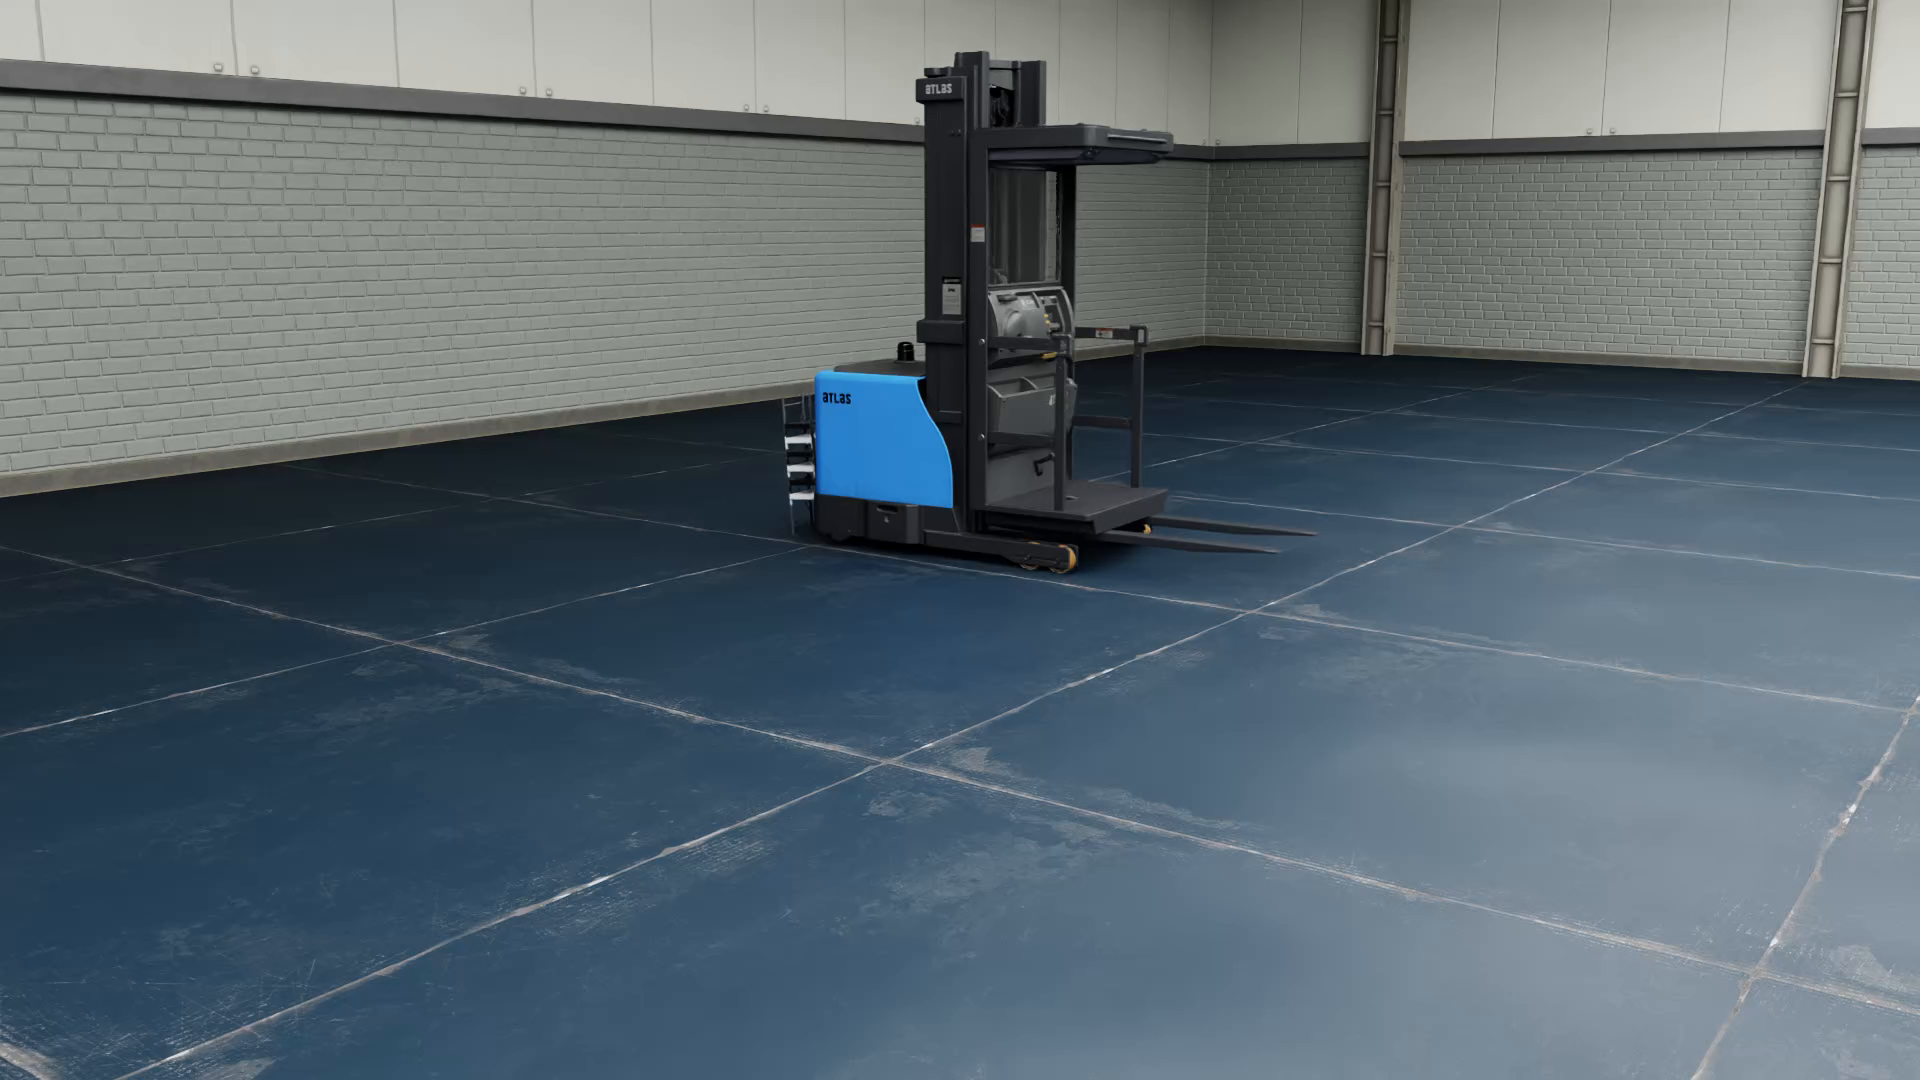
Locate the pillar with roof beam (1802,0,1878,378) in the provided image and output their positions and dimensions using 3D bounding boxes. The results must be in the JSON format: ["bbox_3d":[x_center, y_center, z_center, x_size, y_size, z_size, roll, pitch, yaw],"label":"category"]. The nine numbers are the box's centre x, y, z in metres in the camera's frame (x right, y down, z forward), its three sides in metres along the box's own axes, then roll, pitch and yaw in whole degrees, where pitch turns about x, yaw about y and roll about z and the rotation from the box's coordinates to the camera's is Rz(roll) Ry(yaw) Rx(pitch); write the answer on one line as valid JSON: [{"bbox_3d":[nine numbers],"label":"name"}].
[{"bbox_3d":[8.533,-5.863,17.145,0.400,9.000,9.100,8,13,36],"label":"pillar with roof beam"}]

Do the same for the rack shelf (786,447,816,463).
[{"bbox_3d":[-0.958,-0.544,10.644,0.200,0.077,0.258,2,10,29],"label":"rack shelf"}]

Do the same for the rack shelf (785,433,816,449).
[{"bbox_3d":[-0.963,-0.633,10.630,0.200,0.077,0.258,2,10,29],"label":"rack shelf"}]

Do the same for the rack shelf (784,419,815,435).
[{"bbox_3d":[-0.969,-0.722,10.616,0.200,0.077,0.258,2,10,29],"label":"rack shelf"}]

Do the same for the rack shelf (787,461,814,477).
[{"bbox_3d":[-0.953,-0.456,10.658,0.200,0.077,0.258,2,10,29],"label":"rack shelf"}]

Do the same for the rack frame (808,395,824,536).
[{"bbox_3d":[-0.866,-0.486,10.604,0.006,0.900,0.240,2,10,29],"label":"rack frame"}]

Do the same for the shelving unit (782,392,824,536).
[{"bbox_3d":[-0.955,-0.489,10.653,0.210,0.900,0.258,2,10,29],"label":"shelving unit"}]

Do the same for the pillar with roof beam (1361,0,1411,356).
[{"bbox_3d":[3.697,-6.538,20.631,0.400,9.000,9.100,8,13,36],"label":"pillar with roof beam"}]

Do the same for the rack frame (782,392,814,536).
[{"bbox_3d":[-1.043,-0.491,10.702,0.006,0.900,0.240,2,10,29],"label":"rack frame"}]

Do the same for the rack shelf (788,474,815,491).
[{"bbox_3d":[-0.947,-0.367,10.672,0.200,0.077,0.258,2,10,29],"label":"rack shelf"}]

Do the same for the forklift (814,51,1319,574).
[{"bbox_3d":[0.606,-1.359,9.840,3.031,2.935,1.130,7,13,31],"label":"forklift"}]

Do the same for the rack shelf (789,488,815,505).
[{"bbox_3d":[-0.942,-0.278,10.686,0.200,0.077,0.258,2,10,29],"label":"rack shelf"}]
